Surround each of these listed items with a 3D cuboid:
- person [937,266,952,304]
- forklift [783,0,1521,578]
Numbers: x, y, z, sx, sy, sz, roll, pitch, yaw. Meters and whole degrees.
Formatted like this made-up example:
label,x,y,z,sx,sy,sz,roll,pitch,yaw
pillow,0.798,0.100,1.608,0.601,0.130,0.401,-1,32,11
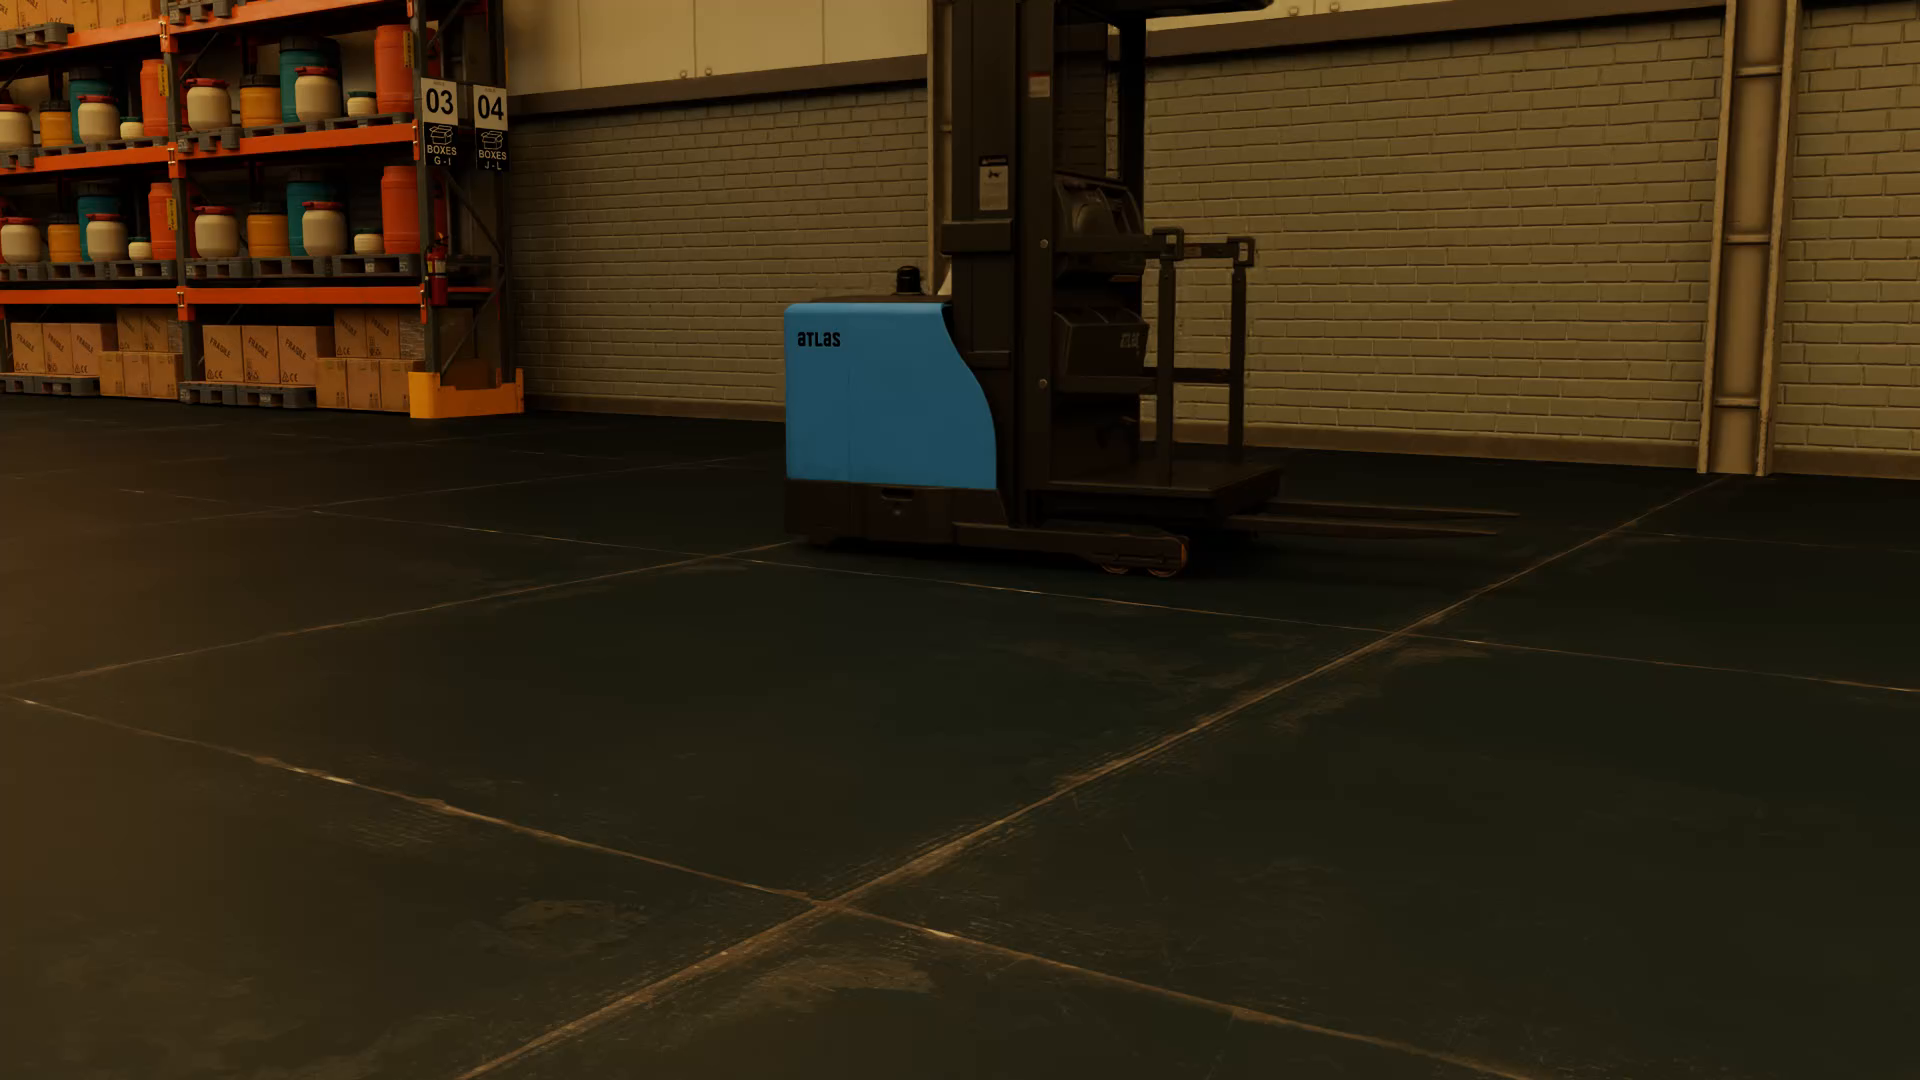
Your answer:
label,x,y,z,sx,sy,sz,roll,pitch,yaw
person,0.198,-0.799,7.681,0.893,1.551,0.995,4,9,29
forklift,0.776,-1.387,6.946,3.031,2.935,1.130,4,9,25
